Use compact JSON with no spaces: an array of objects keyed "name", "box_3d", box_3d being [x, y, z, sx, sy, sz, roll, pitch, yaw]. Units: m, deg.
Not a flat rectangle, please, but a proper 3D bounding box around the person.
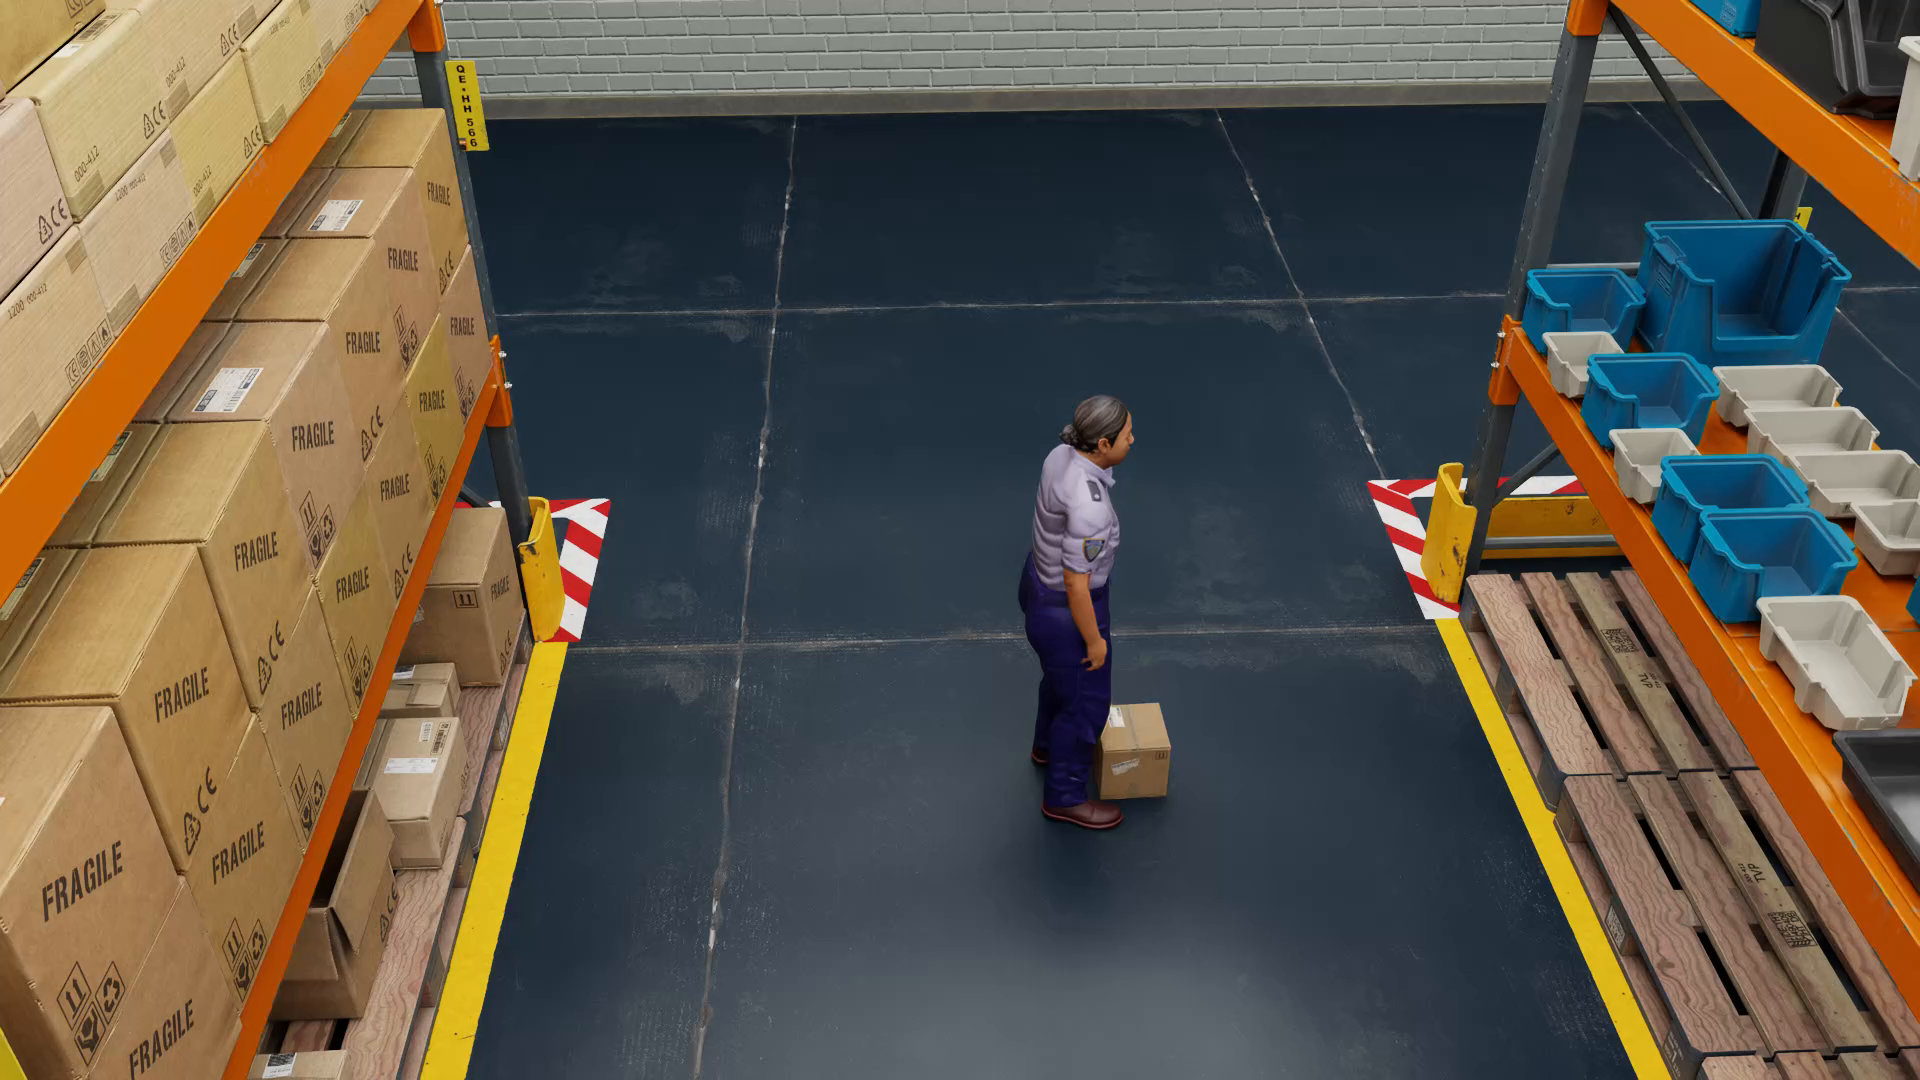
[{"name":"person","box_3d":[0.401,0.237,5.820,0.371,1.651,0.560,-4,36,-5]}]
